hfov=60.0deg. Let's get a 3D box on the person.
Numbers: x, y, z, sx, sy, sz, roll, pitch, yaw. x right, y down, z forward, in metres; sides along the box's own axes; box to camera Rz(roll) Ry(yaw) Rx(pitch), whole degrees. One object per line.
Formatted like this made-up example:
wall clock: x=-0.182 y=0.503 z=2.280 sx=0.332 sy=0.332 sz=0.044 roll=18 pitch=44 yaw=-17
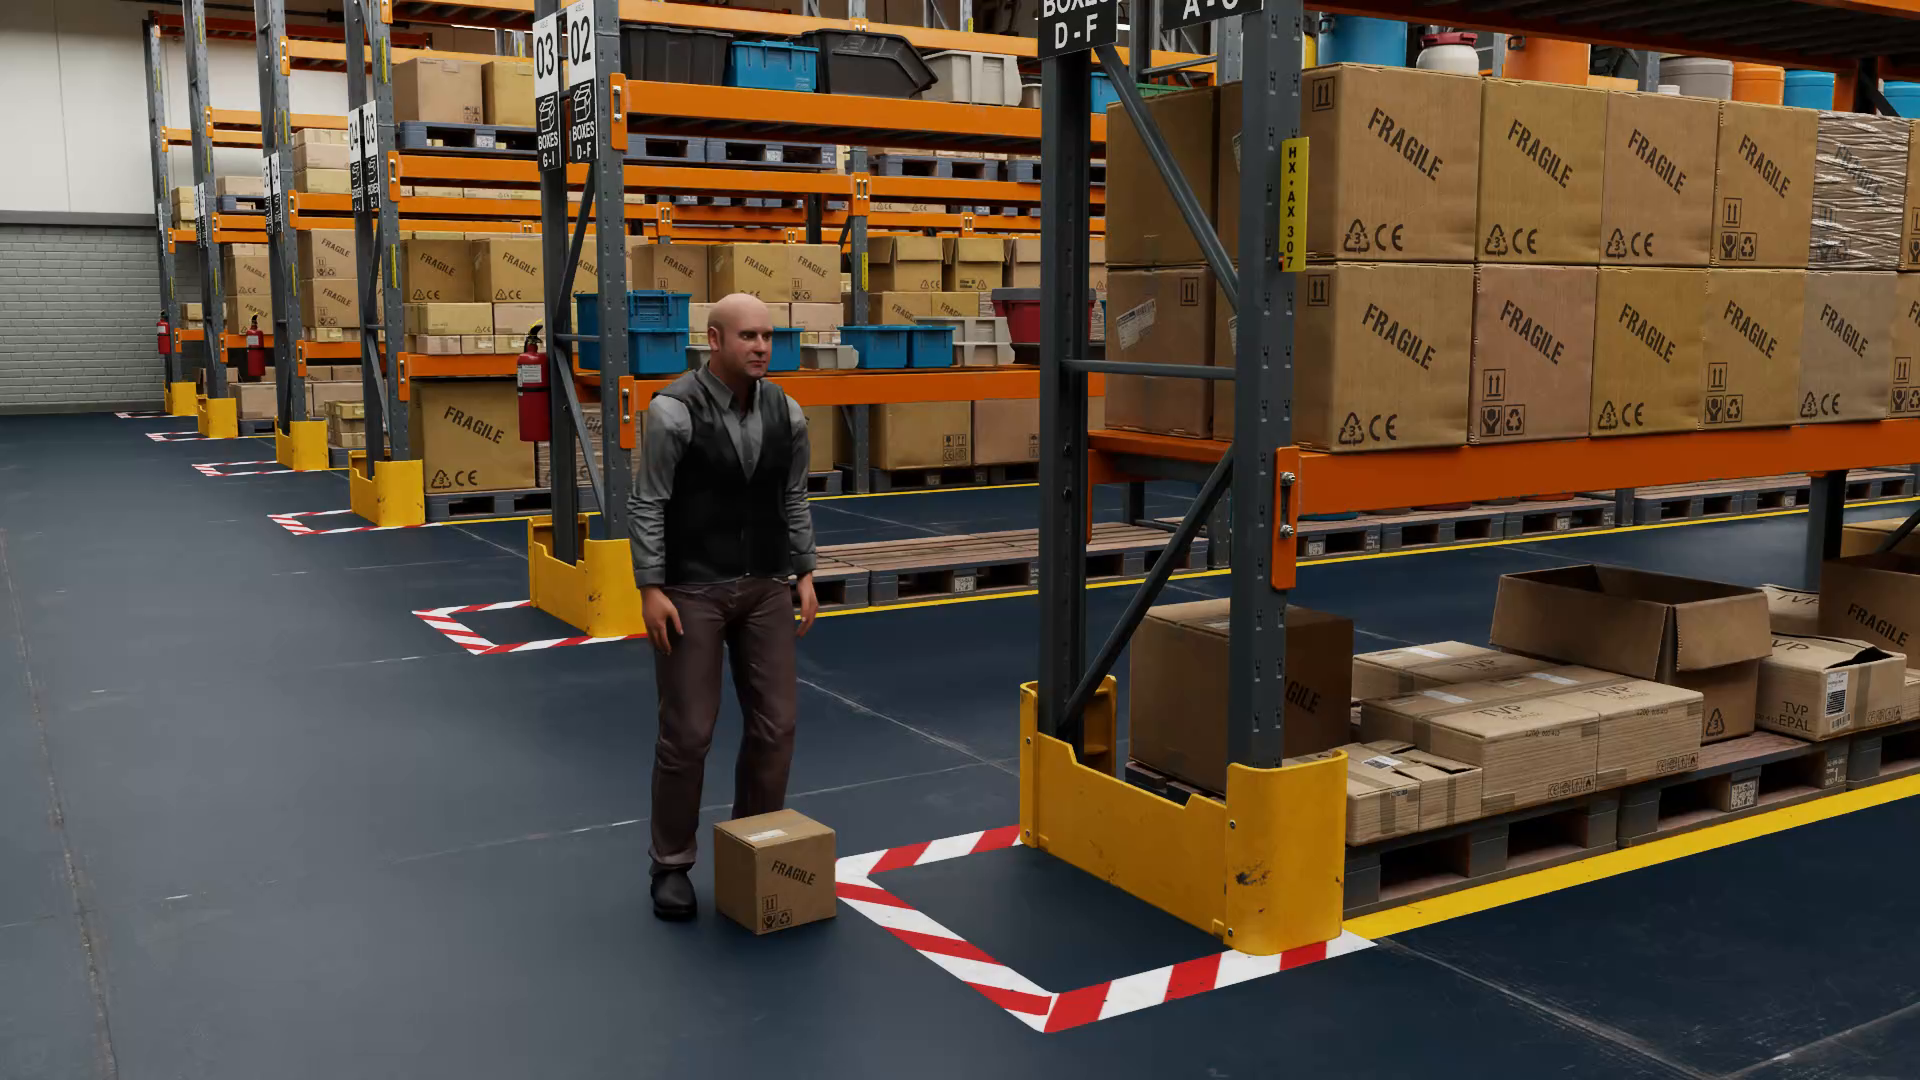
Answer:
person: x=-0.659 y=0.164 z=4.750 sx=0.593 sy=1.720 sz=0.473 roll=-6 pitch=10 yaw=-37
